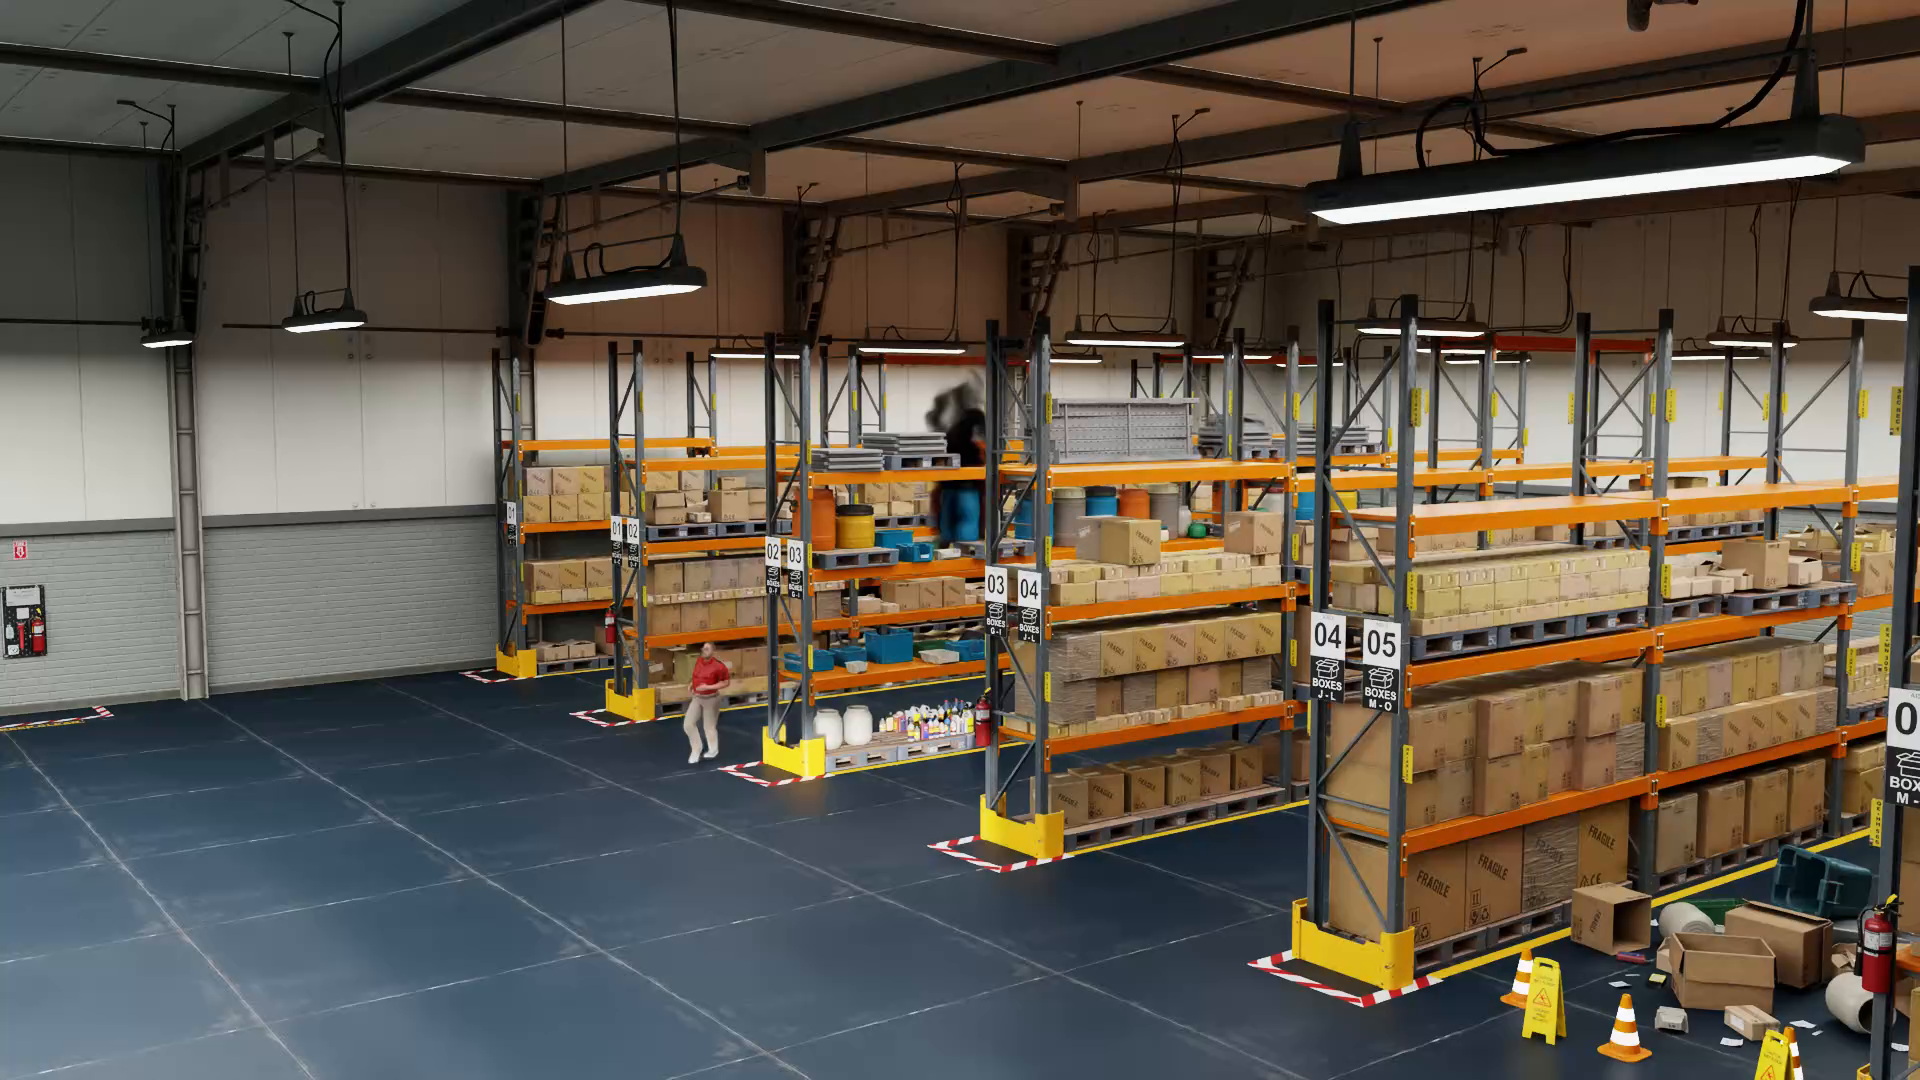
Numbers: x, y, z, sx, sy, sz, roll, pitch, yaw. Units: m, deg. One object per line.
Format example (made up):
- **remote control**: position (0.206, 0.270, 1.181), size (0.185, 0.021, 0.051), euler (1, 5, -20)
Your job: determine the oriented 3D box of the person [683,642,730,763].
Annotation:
- **person**: position (-3.519, 2.291, 23.287), size (0.684, 1.758, 0.660), euler (3, 6, 27)
